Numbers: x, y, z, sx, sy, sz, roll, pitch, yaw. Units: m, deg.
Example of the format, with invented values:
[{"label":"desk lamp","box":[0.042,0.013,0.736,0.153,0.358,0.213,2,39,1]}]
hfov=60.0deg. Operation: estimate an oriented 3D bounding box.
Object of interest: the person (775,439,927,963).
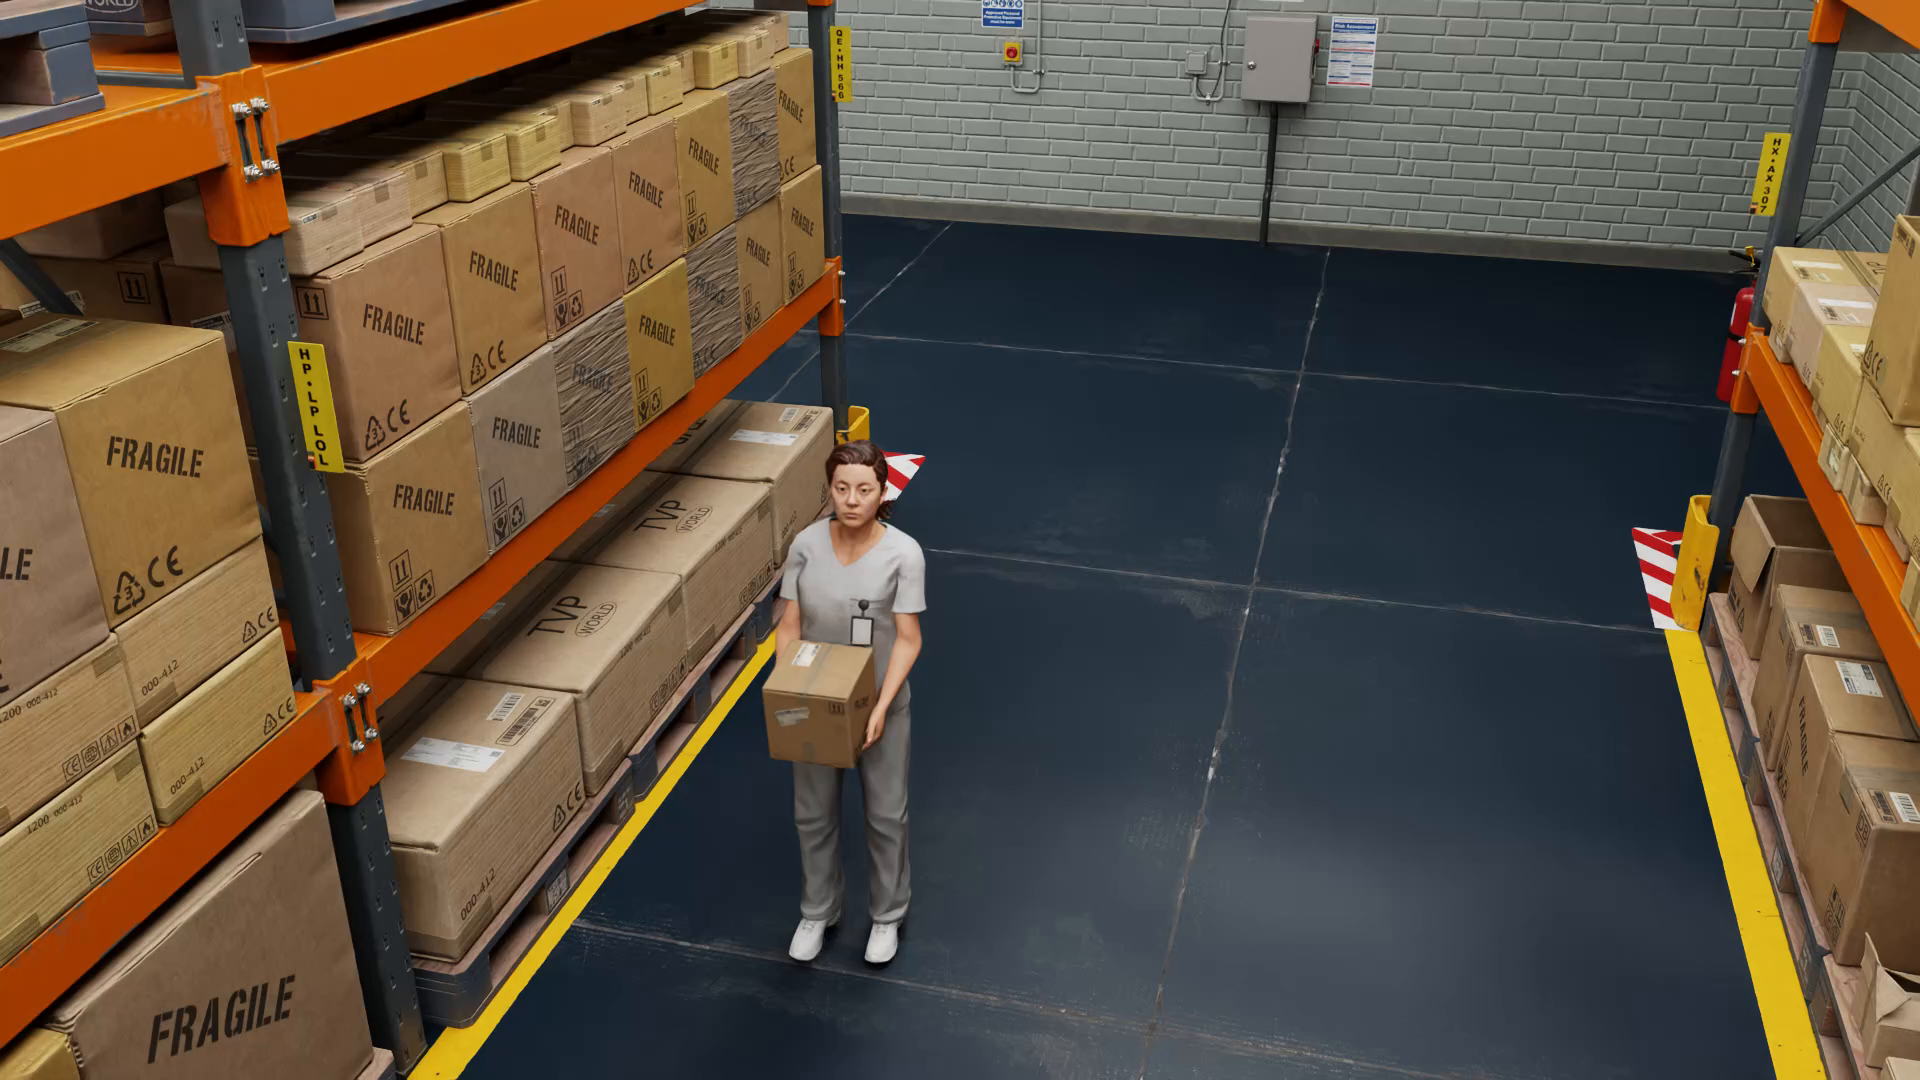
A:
[{"label":"person","box":[-0.330,0.526,5.007,0.444,1.671,0.547,4,26,9]}]
